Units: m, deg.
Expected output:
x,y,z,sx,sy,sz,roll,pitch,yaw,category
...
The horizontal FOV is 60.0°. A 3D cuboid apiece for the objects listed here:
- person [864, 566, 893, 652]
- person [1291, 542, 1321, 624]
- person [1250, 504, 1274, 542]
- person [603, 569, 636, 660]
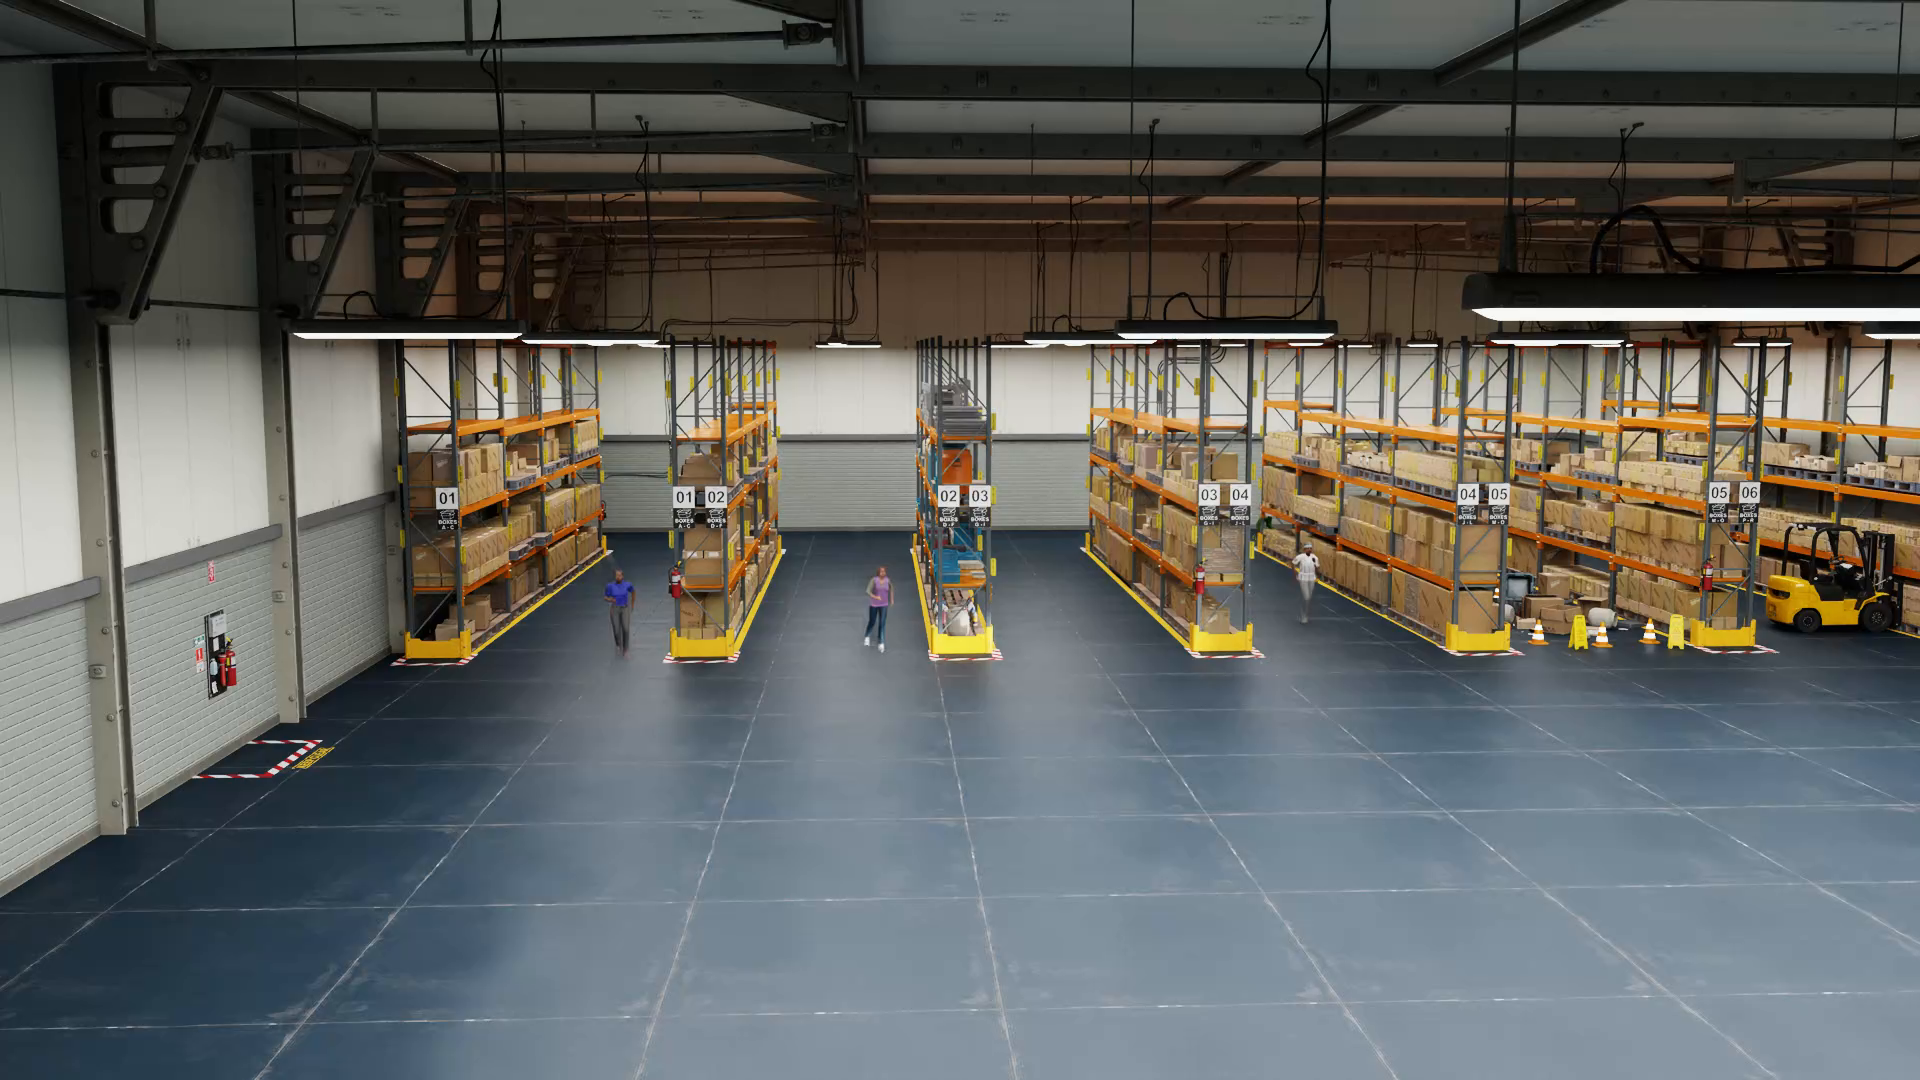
x,y,z,sx,sy,sz,roll,pitch,yaw,category
-1.538,1.290,32.014,0.585,1.620,0.787,-2,7,-17,person
7.364,0.898,35.270,0.562,1.758,0.743,-1,7,-13,person
8.994,-0.755,49.229,0.891,1.760,0.716,4,7,30,person
-6.385,1.378,31.218,0.590,1.694,0.814,-1,7,-9,person
